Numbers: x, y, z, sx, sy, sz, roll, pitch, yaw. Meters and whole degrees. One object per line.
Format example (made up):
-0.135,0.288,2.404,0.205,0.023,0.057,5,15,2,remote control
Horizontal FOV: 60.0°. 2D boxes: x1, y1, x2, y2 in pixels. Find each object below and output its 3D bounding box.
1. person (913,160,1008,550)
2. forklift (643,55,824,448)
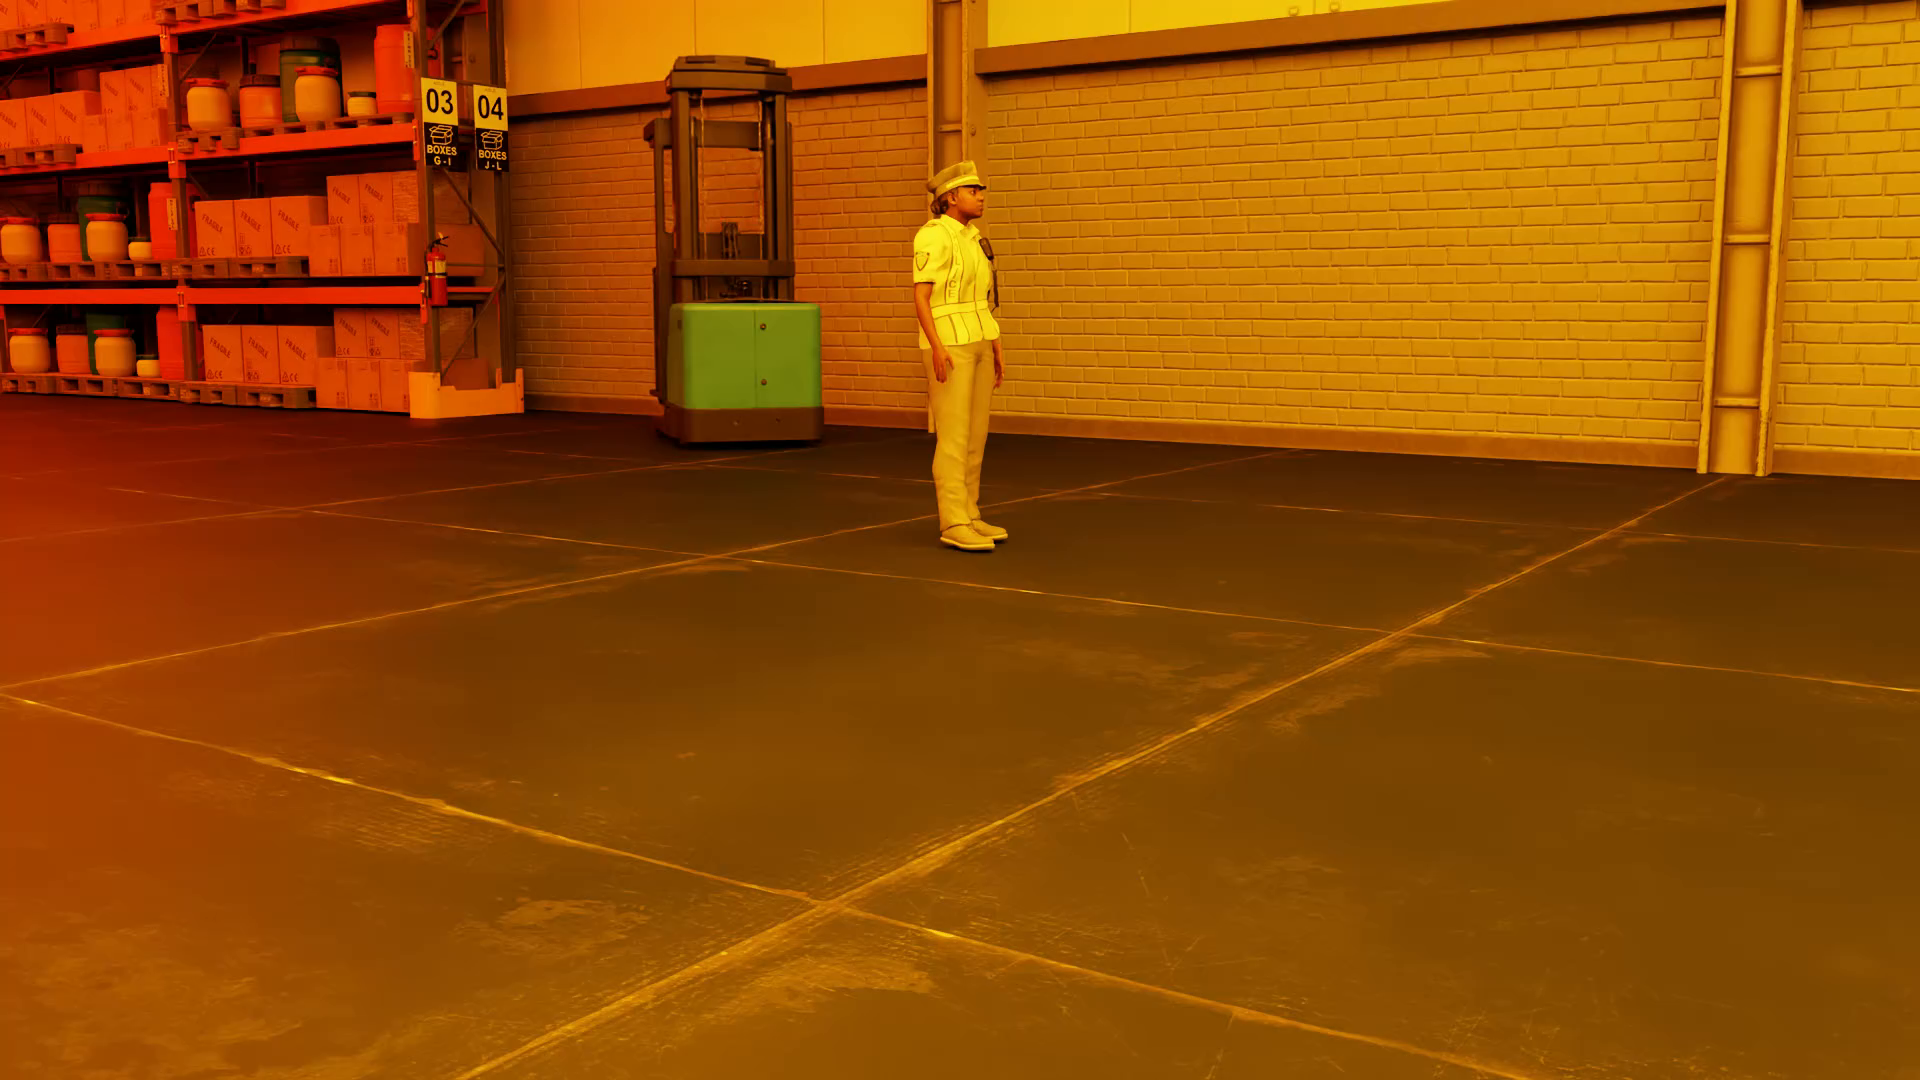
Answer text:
0.051,-0.838,7.425,0.530,1.695,0.569,5,10,34,person
-1.936,-2.311,13.442,1.130,2.935,3.031,-2,8,-17,forklift
